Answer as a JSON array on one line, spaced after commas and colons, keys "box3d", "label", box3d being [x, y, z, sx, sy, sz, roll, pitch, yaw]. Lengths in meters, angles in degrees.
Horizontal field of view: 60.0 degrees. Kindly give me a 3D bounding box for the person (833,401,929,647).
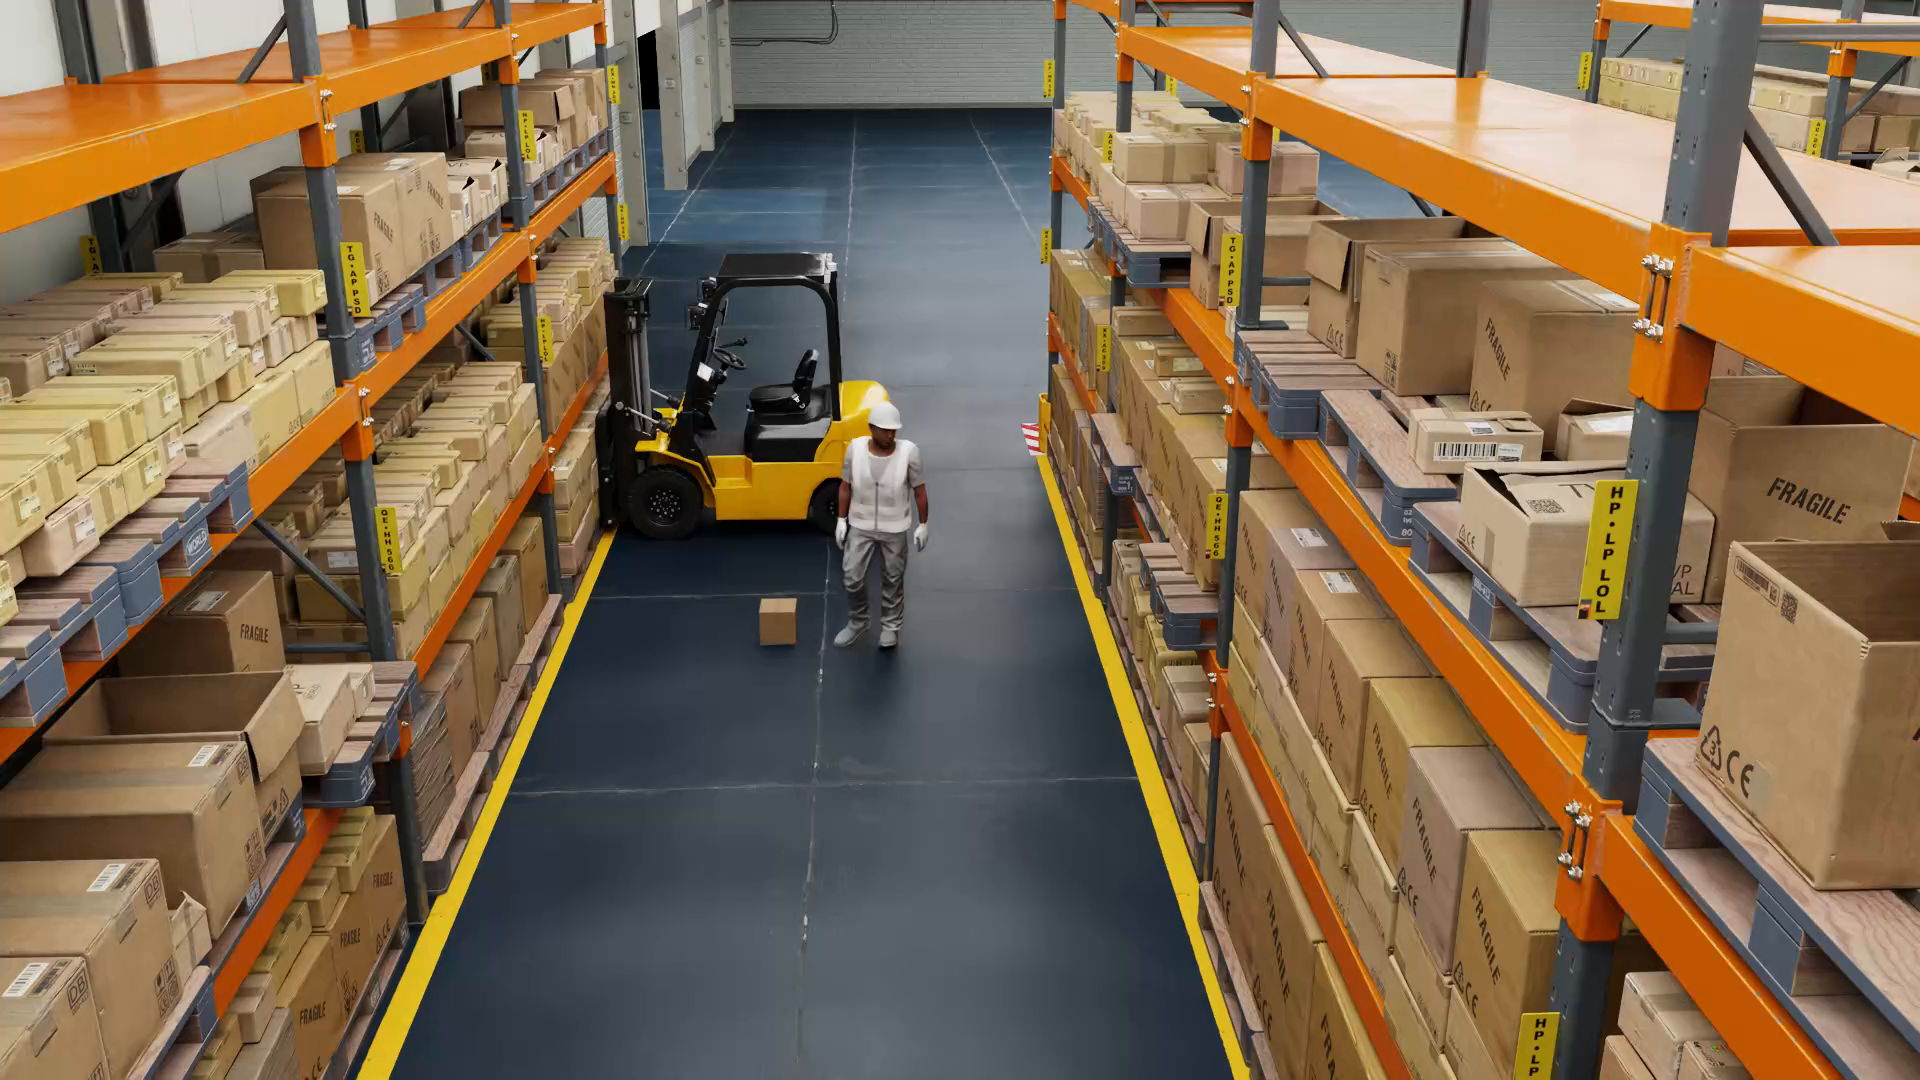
[{"box3d": [-0.546, -0.098, 11.260, 0.666, 1.769, 0.452, 2, 20, 5], "label": "person"}]
